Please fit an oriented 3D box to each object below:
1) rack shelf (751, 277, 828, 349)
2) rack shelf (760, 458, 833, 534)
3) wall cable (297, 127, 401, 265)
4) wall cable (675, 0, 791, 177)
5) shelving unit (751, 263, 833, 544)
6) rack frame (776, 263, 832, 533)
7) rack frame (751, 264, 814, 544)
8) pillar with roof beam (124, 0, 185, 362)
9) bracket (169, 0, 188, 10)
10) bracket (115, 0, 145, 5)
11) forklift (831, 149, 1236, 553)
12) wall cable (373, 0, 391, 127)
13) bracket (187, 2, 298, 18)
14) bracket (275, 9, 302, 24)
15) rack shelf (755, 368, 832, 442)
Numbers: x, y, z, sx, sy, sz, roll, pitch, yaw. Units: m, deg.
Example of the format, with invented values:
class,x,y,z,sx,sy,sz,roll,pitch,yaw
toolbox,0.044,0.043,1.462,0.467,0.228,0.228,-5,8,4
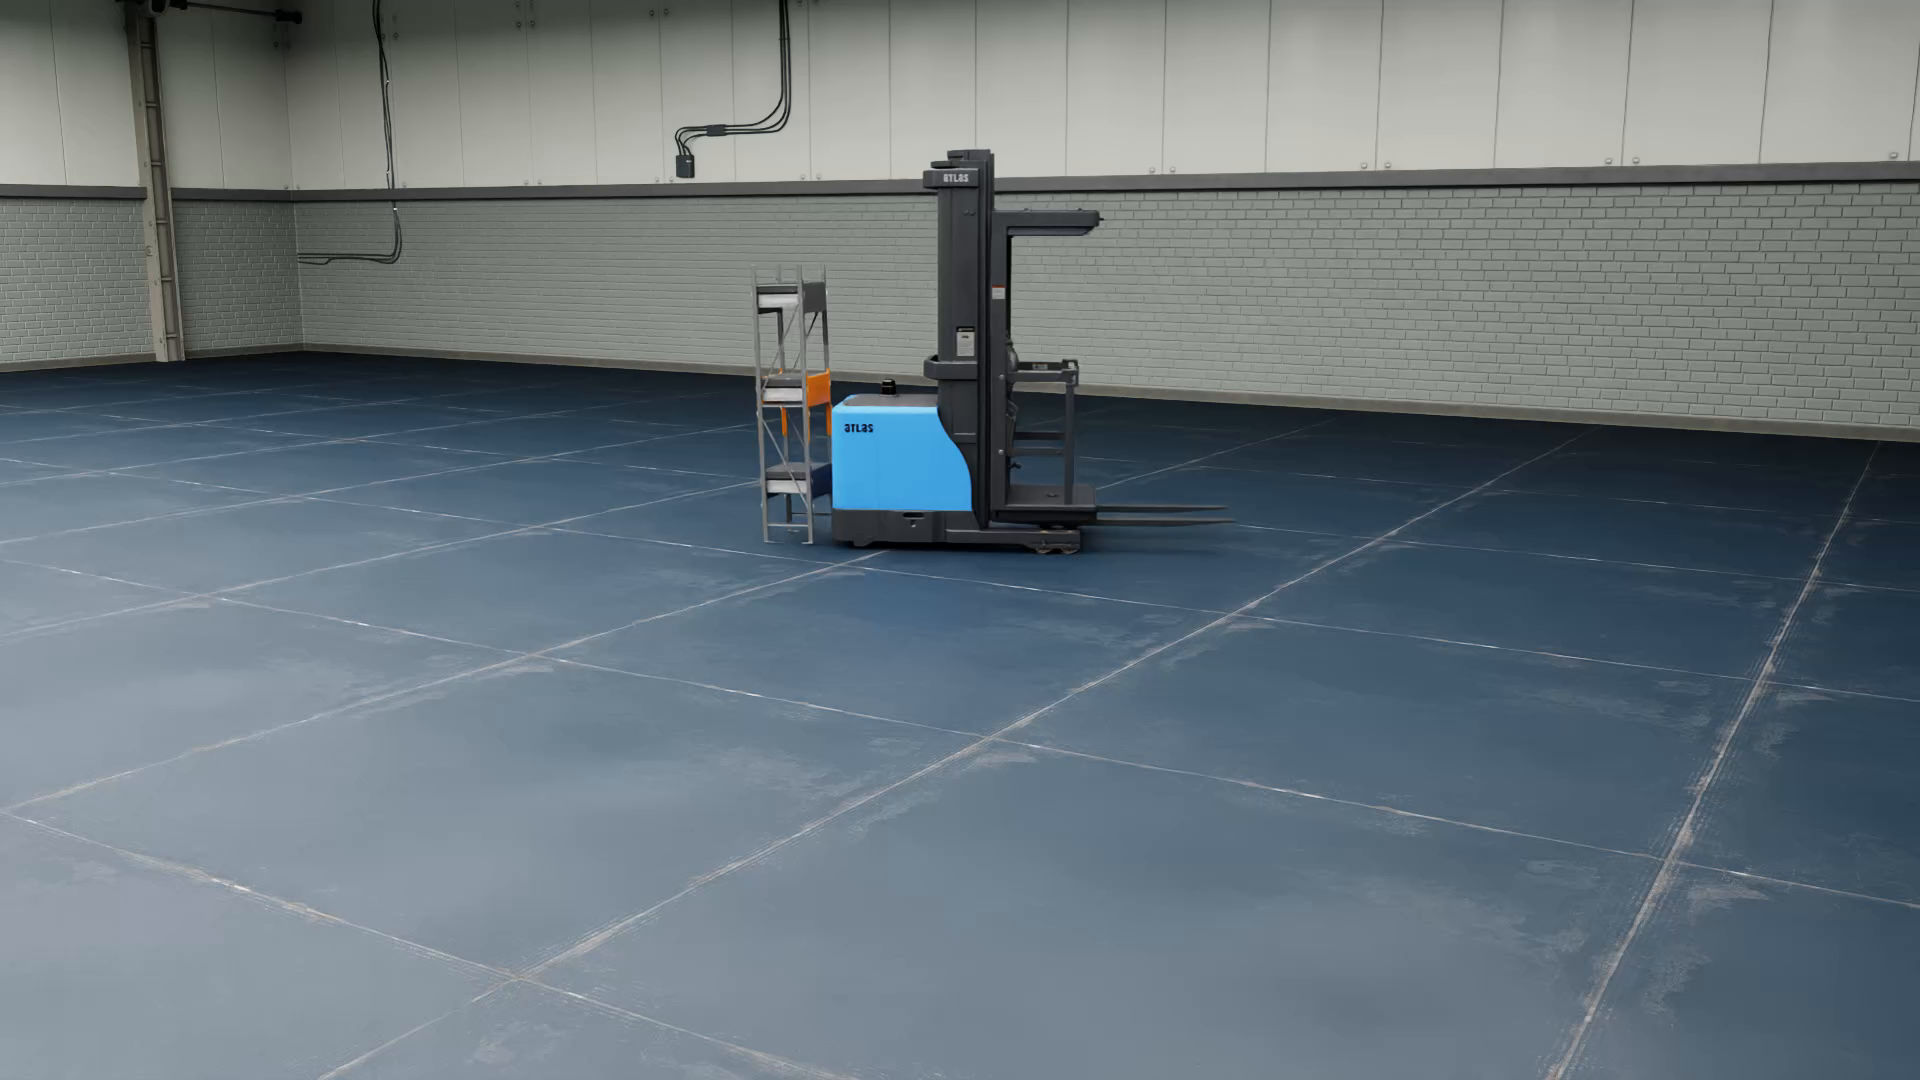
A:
class,x,y,z,sx,sy,sz,roll,pitch,yaw
rack shelf,-1.286,-1.725,12.612,0.431,0.518,0.480,1,11,16
rack shelf,-1.247,-0.347,12.858,0.431,0.518,0.480,1,11,16
wall cable,-11.757,-6.509,31.619,3.097,2.526,0.112,6,12,31
wall cable,-3.651,-8.797,26.163,2.305,6.003,0.169,6,12,31
shelving unit,-1.267,-1.049,12.733,0.431,2.100,0.503,1,11,16
rack frame,-1.199,-1.092,12.963,0.400,2.100,0.015,1,11,16
rack frame,-1.335,-1.006,12.502,0.400,2.100,0.015,1,11,16
pillar with roof beam,-10.737,-7.287,27.337,9.100,9.000,0.548,6,12,31
bracket,-13.898,-9.499,29.370,0.235,0.232,0.430,6,12,31
bracket,-14.328,-9.368,28.672,0.235,0.232,0.430,6,12,31
forklift,0.568,-1.442,12.606,3.031,2.935,1.130,1,11,4
wall cable,-9.445,-8.733,29.774,3.097,2.526,0.112,6,12,31
bracket,-12.974,-9.778,30.864,0.076,0.066,3.189,6,12,31
bracket,-12.667,-9.871,31.361,0.235,0.232,0.430,6,12,31
rack shelf,-1.267,-1.036,12.735,0.431,0.518,0.480,1,11,16
